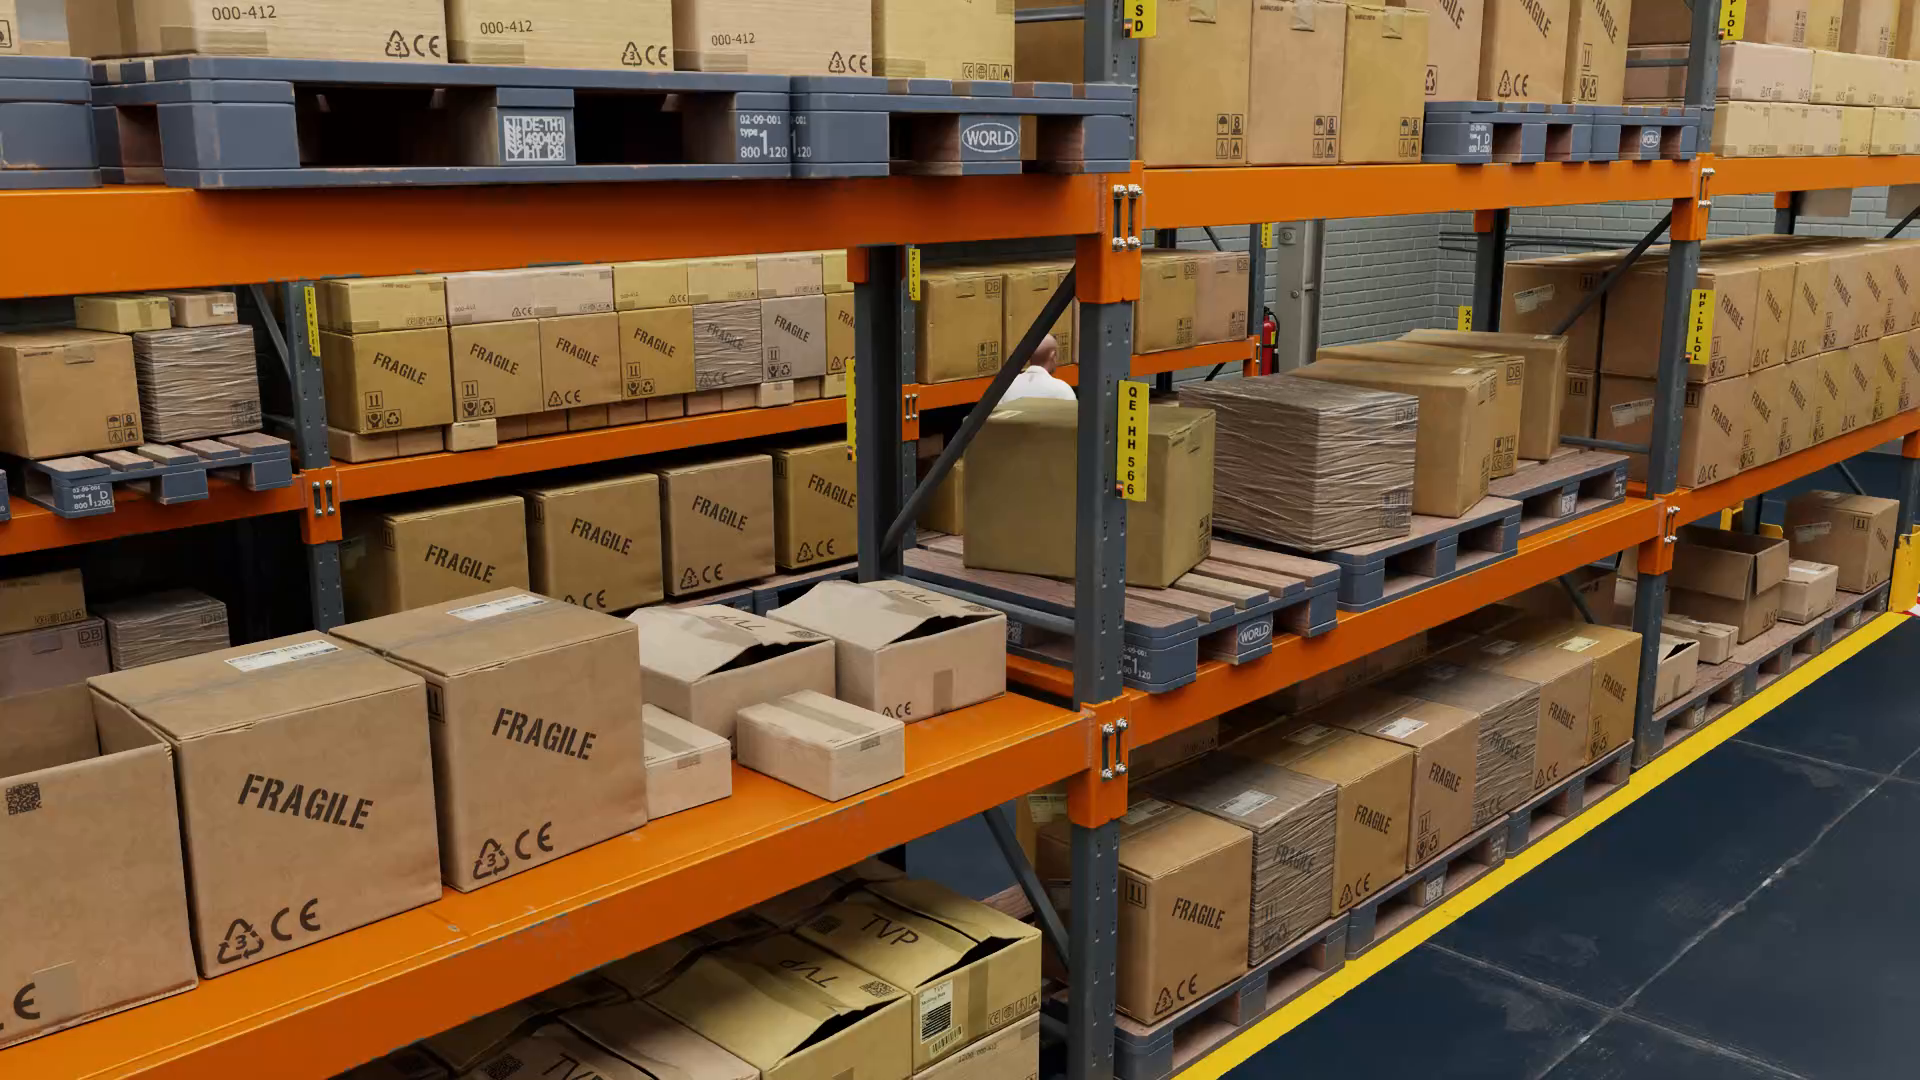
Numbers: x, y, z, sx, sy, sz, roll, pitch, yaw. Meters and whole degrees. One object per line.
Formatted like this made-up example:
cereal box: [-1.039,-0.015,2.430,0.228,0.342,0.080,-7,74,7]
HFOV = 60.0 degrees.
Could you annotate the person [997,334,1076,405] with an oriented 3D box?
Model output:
person: [0.479,-0.349,9.981,0.645,1.772,0.429,11,18,39]
